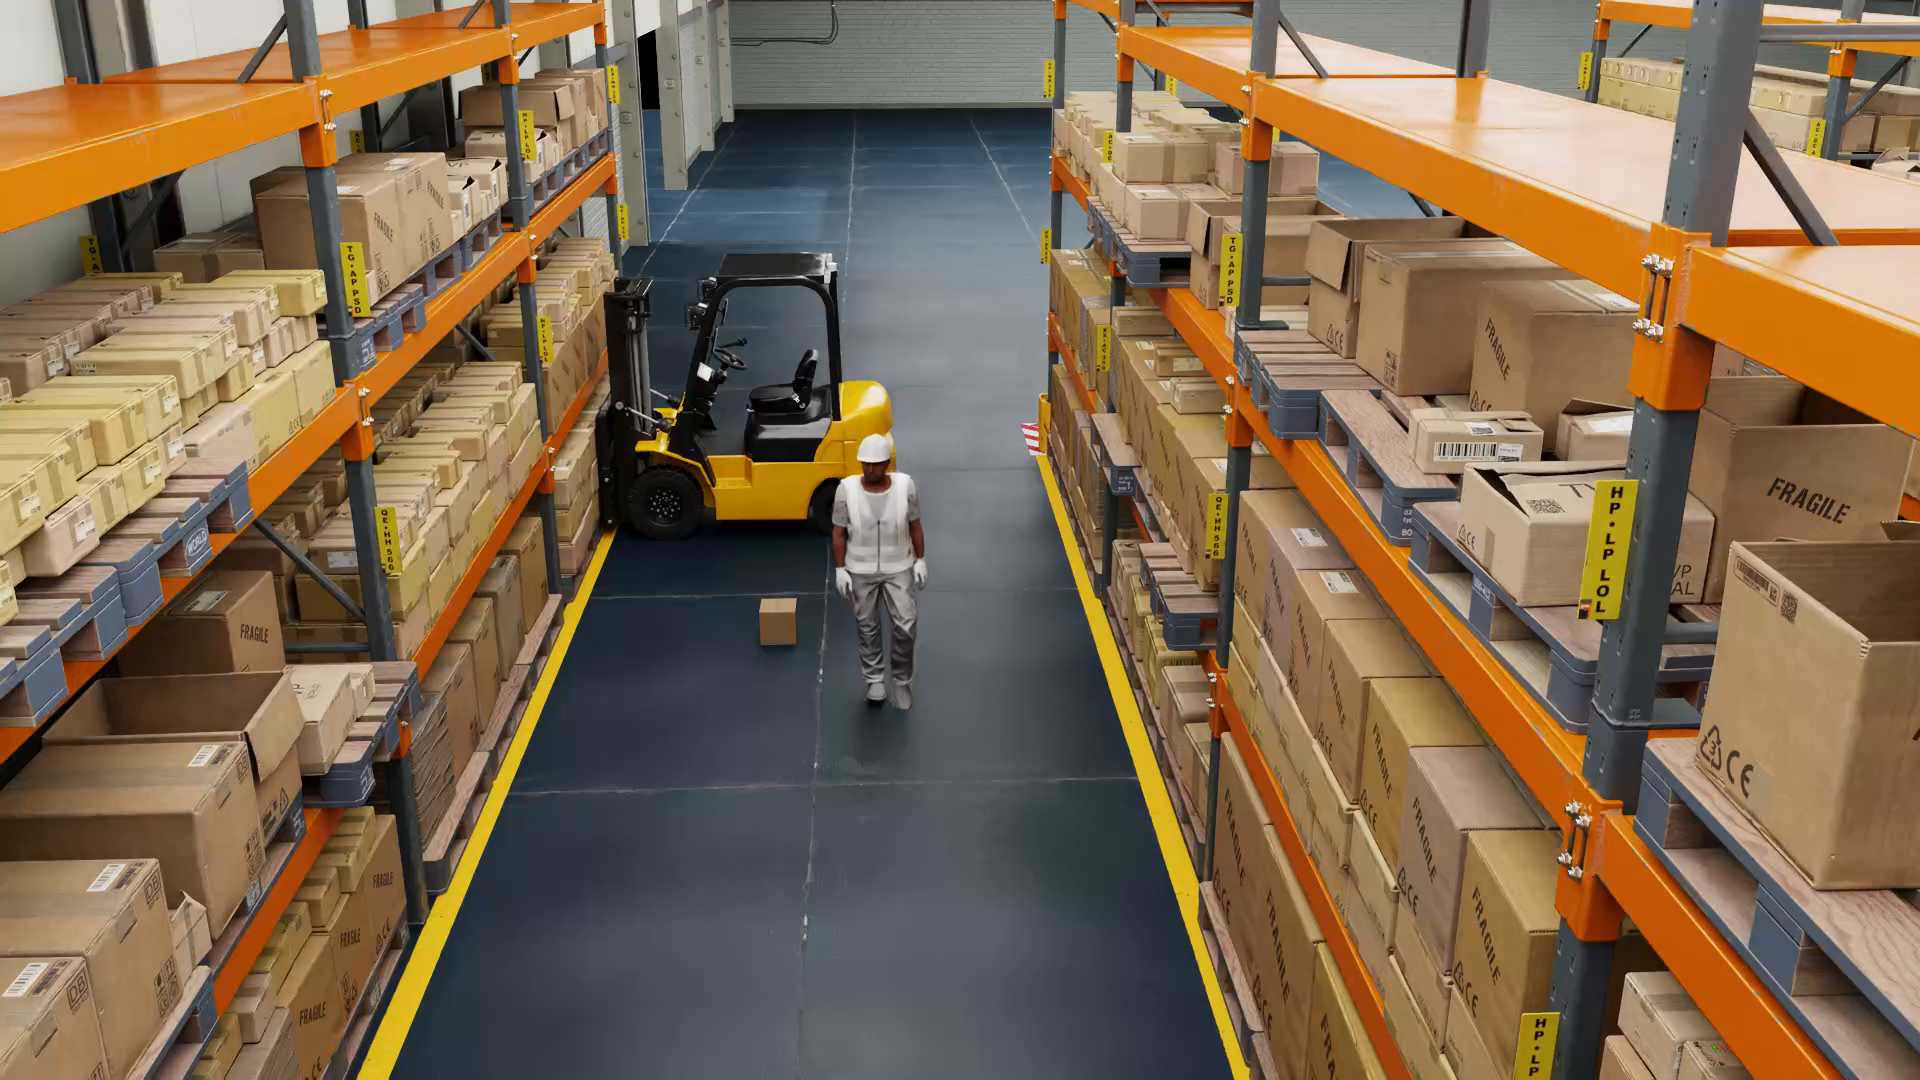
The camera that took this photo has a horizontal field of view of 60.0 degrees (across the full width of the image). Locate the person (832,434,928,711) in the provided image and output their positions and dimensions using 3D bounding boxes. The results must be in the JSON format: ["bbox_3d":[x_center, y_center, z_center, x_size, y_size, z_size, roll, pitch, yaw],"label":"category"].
[{"bbox_3d":[-0.499,0.223,10.441,0.599,1.829,0.469,-1,20,-3],"label":"person"}]
